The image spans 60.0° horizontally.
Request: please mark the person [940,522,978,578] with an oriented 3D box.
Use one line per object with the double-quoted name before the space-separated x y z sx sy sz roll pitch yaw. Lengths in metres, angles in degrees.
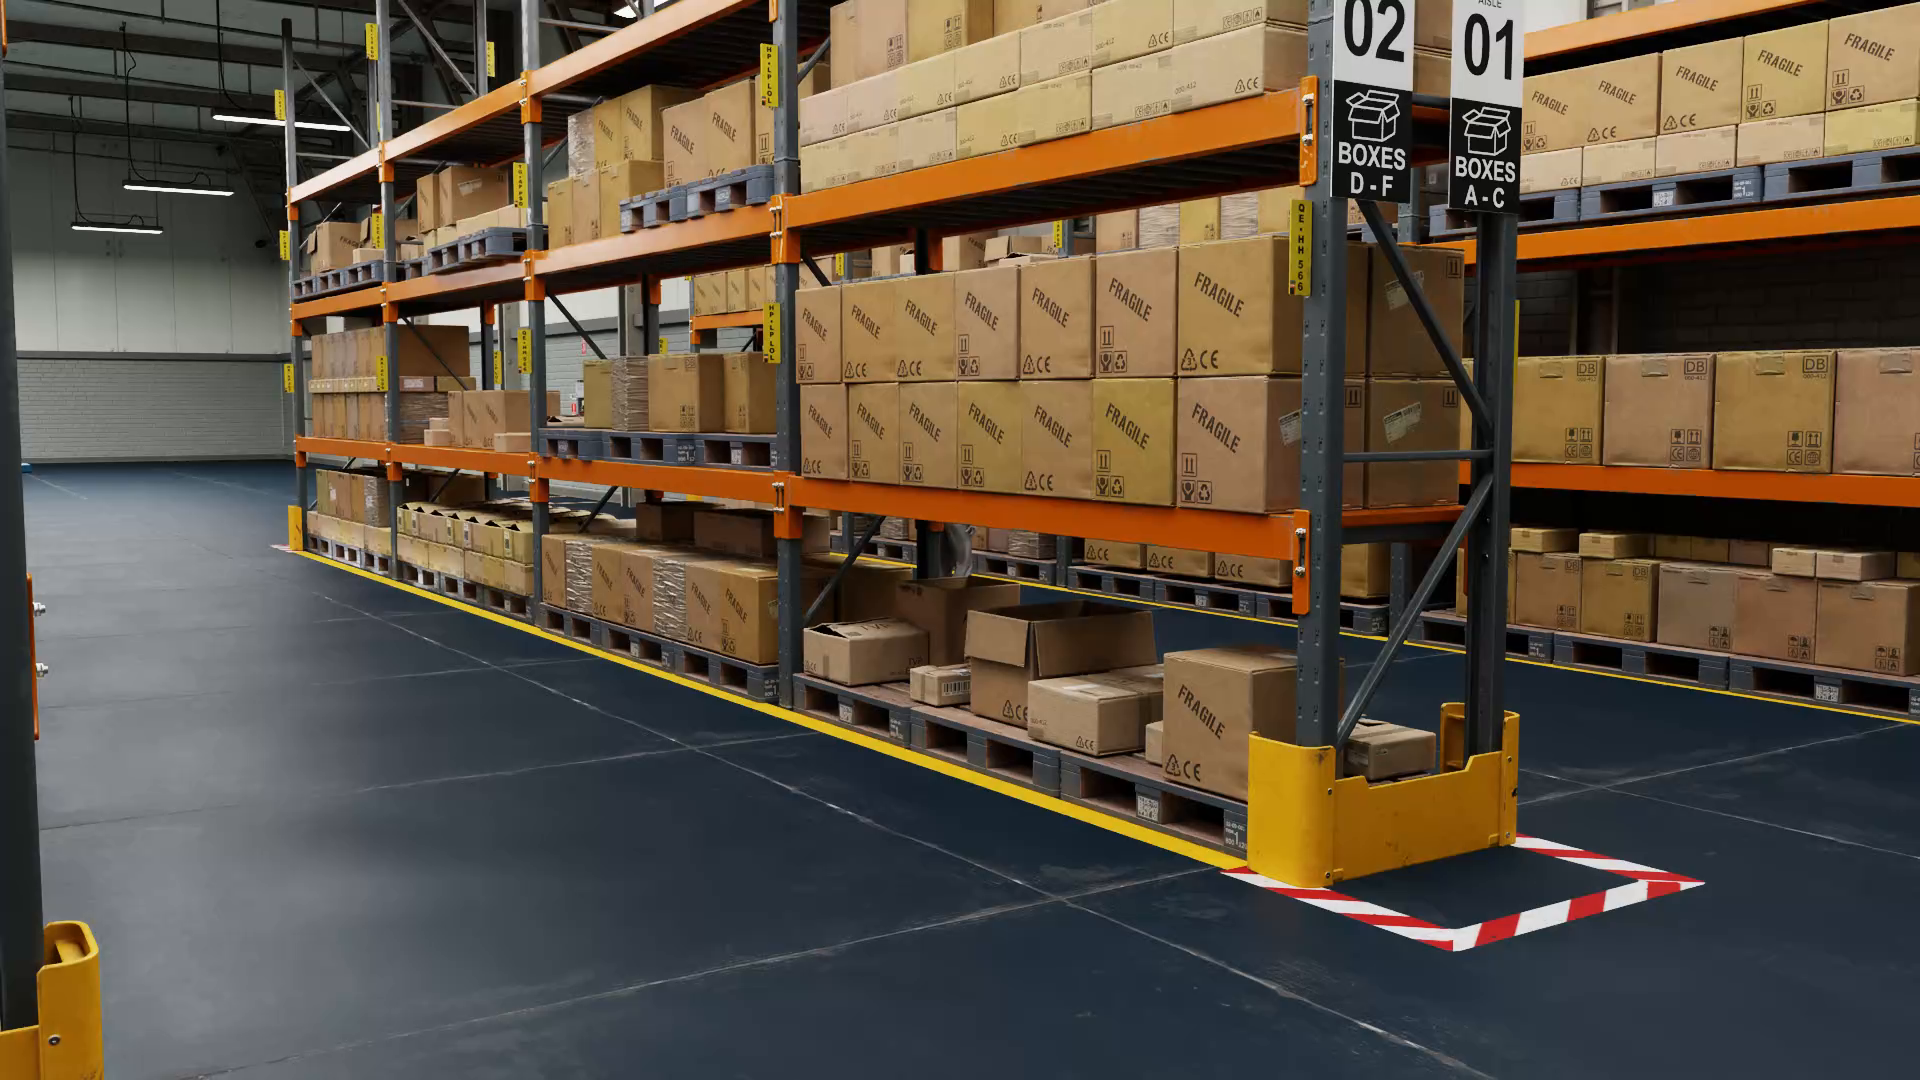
"person" -0.064 -0.181 12.702 0.370 1.667 0.547 -4 6 -37
